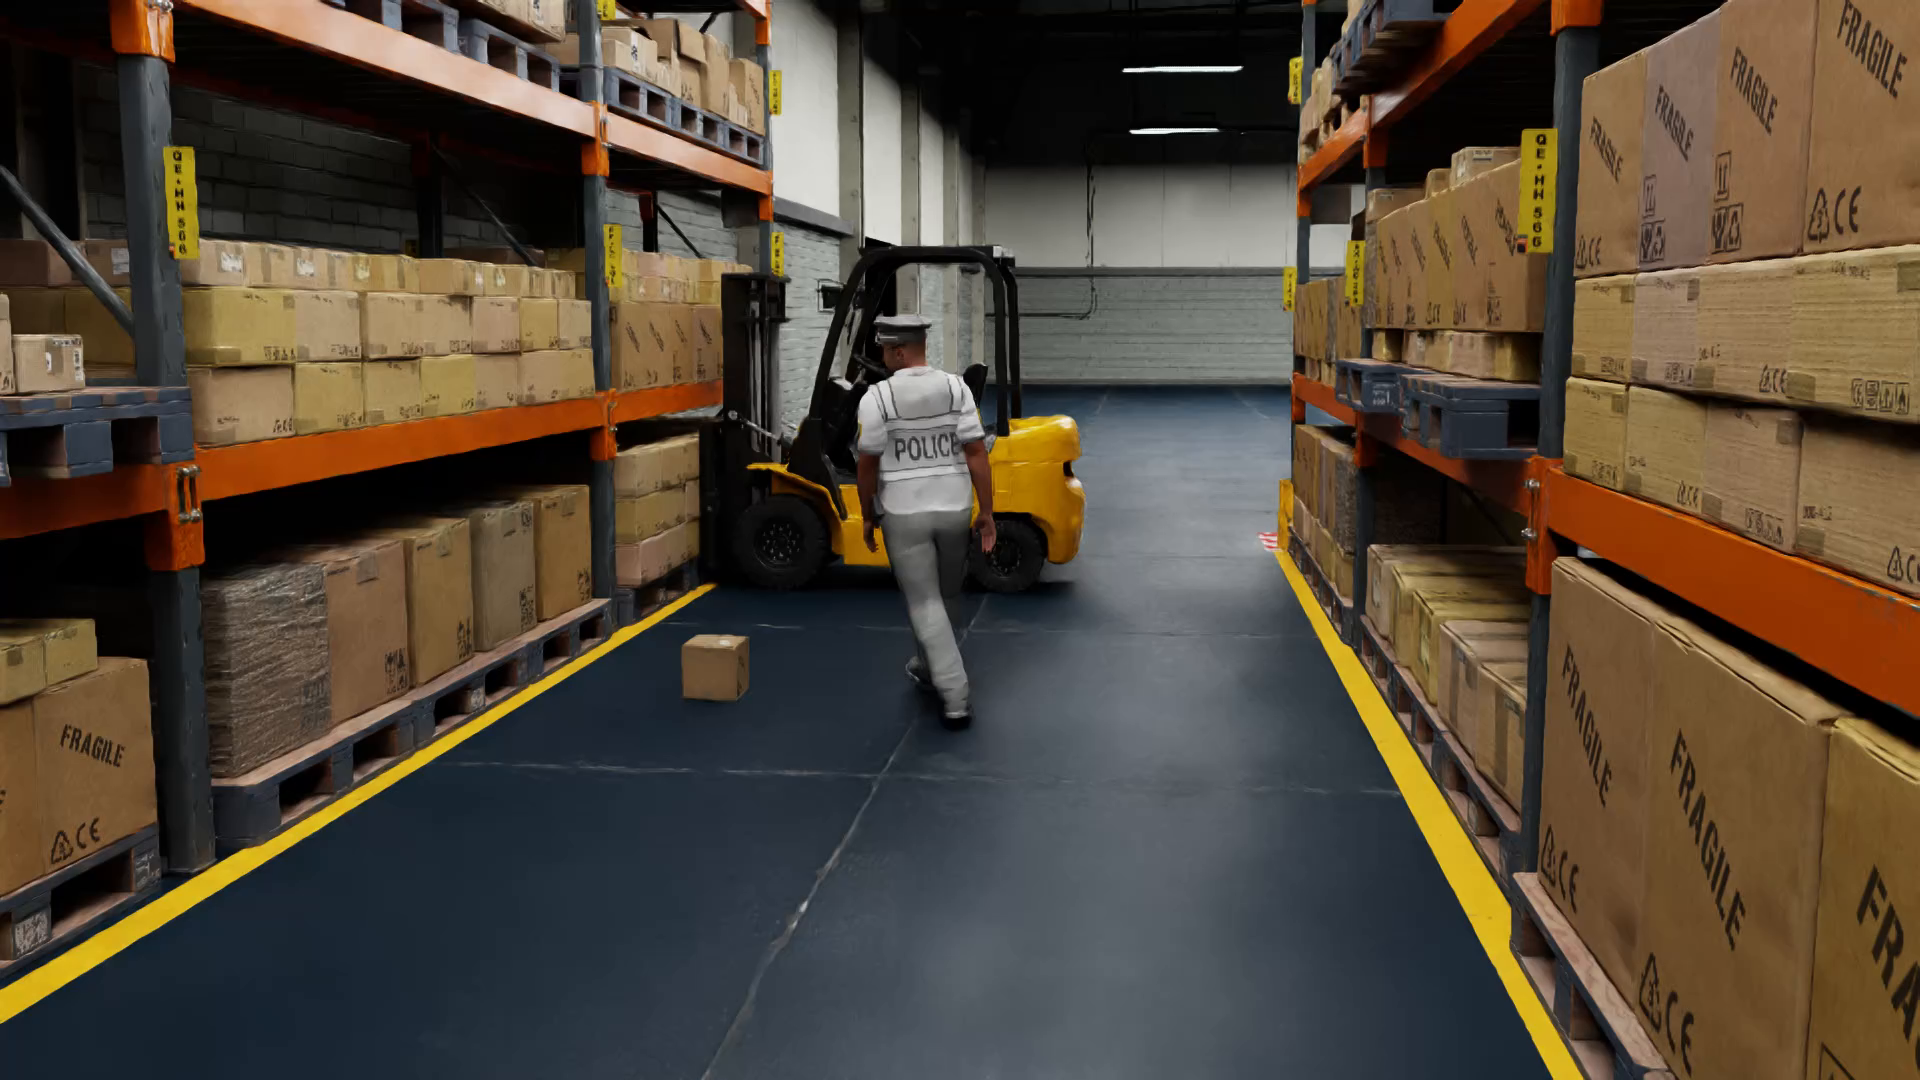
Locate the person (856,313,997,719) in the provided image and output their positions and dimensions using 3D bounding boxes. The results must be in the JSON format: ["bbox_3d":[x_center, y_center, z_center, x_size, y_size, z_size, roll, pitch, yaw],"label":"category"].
[{"bbox_3d":[-0.200,-0.120,7.205,0.593,1.707,0.903,-3,8,-24],"label":"person"}]
